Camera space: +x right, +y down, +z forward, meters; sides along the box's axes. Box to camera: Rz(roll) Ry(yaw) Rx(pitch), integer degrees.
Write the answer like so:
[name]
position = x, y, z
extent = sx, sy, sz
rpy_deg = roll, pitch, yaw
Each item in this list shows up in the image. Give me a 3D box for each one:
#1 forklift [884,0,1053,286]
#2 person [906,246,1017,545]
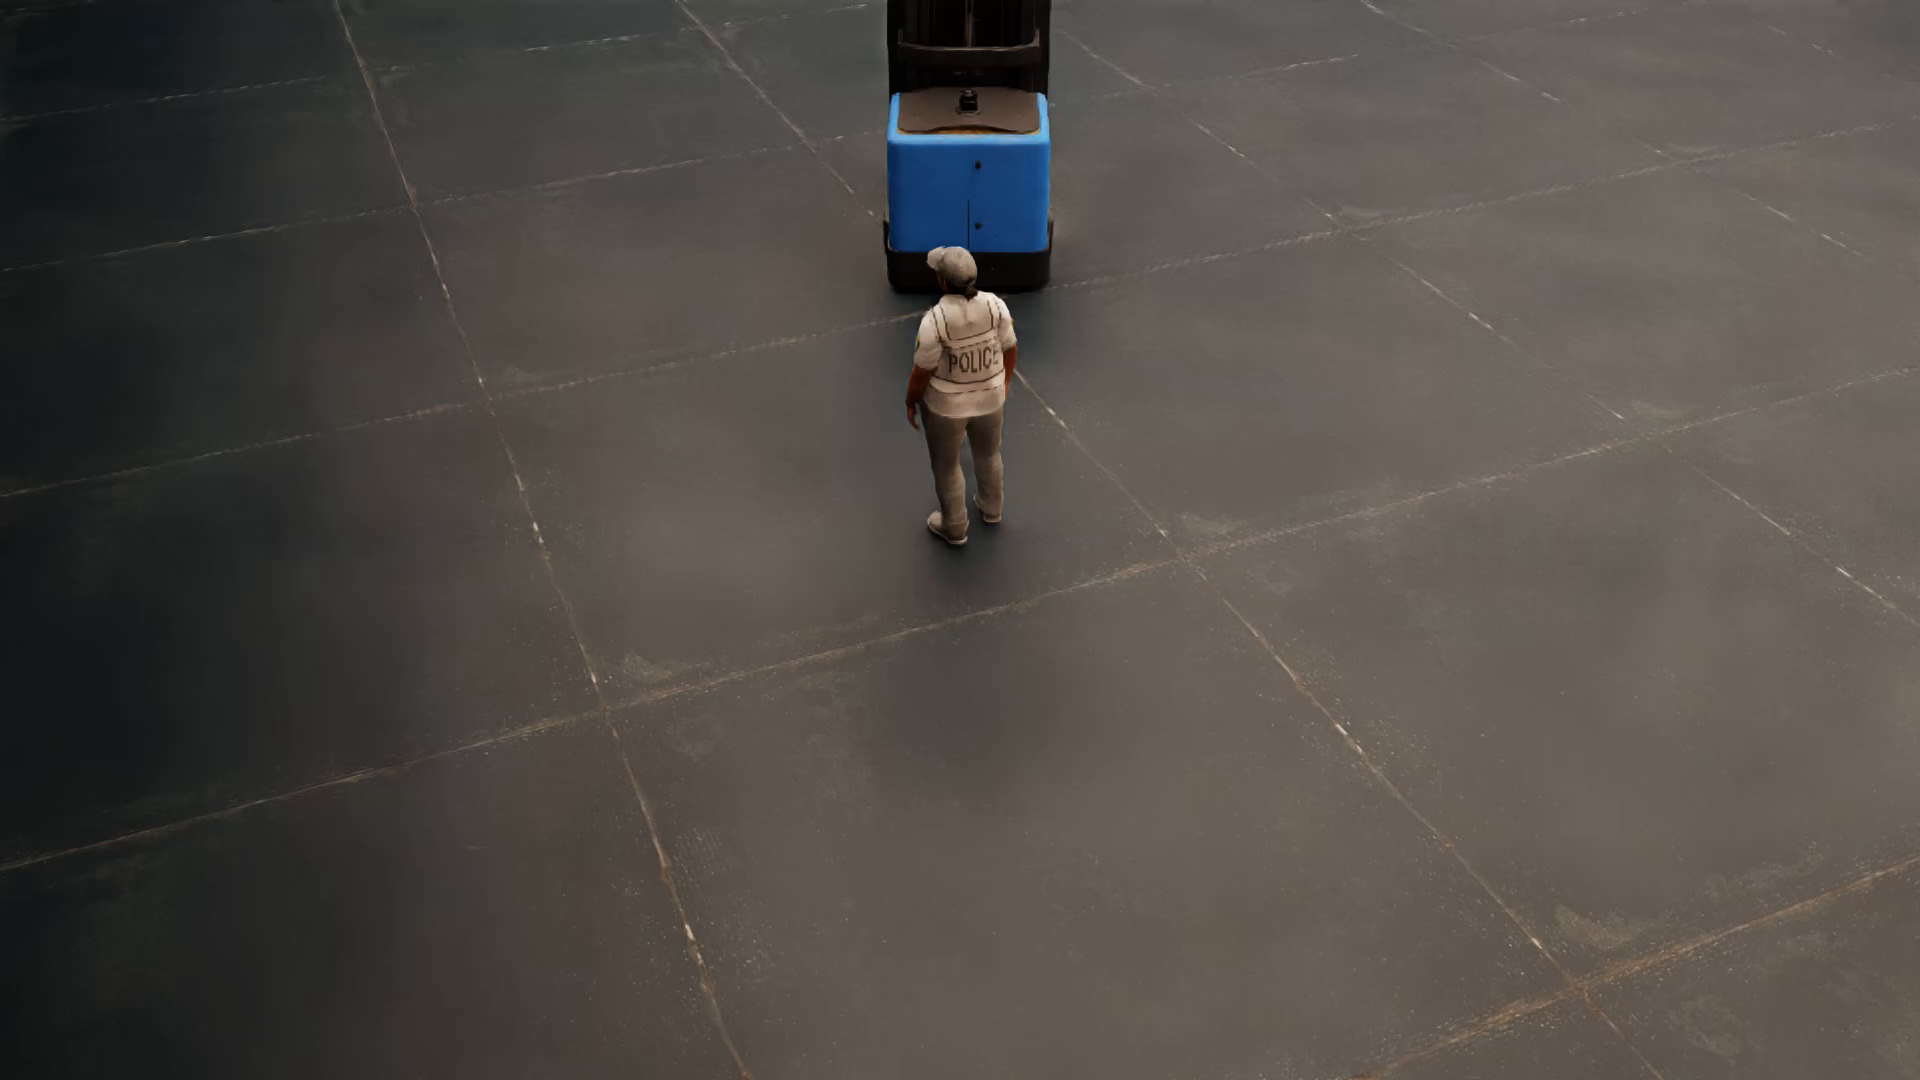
[forklift]
position = 0.058, -3.666, 11.254
extent = 1.130, 2.935, 3.031
rpy_deg = 0, 35, 0
[person]
position = -0.009, -0.731, 8.205
extent = 0.598, 1.669, 0.529
rpy_deg = -14, 38, -19
